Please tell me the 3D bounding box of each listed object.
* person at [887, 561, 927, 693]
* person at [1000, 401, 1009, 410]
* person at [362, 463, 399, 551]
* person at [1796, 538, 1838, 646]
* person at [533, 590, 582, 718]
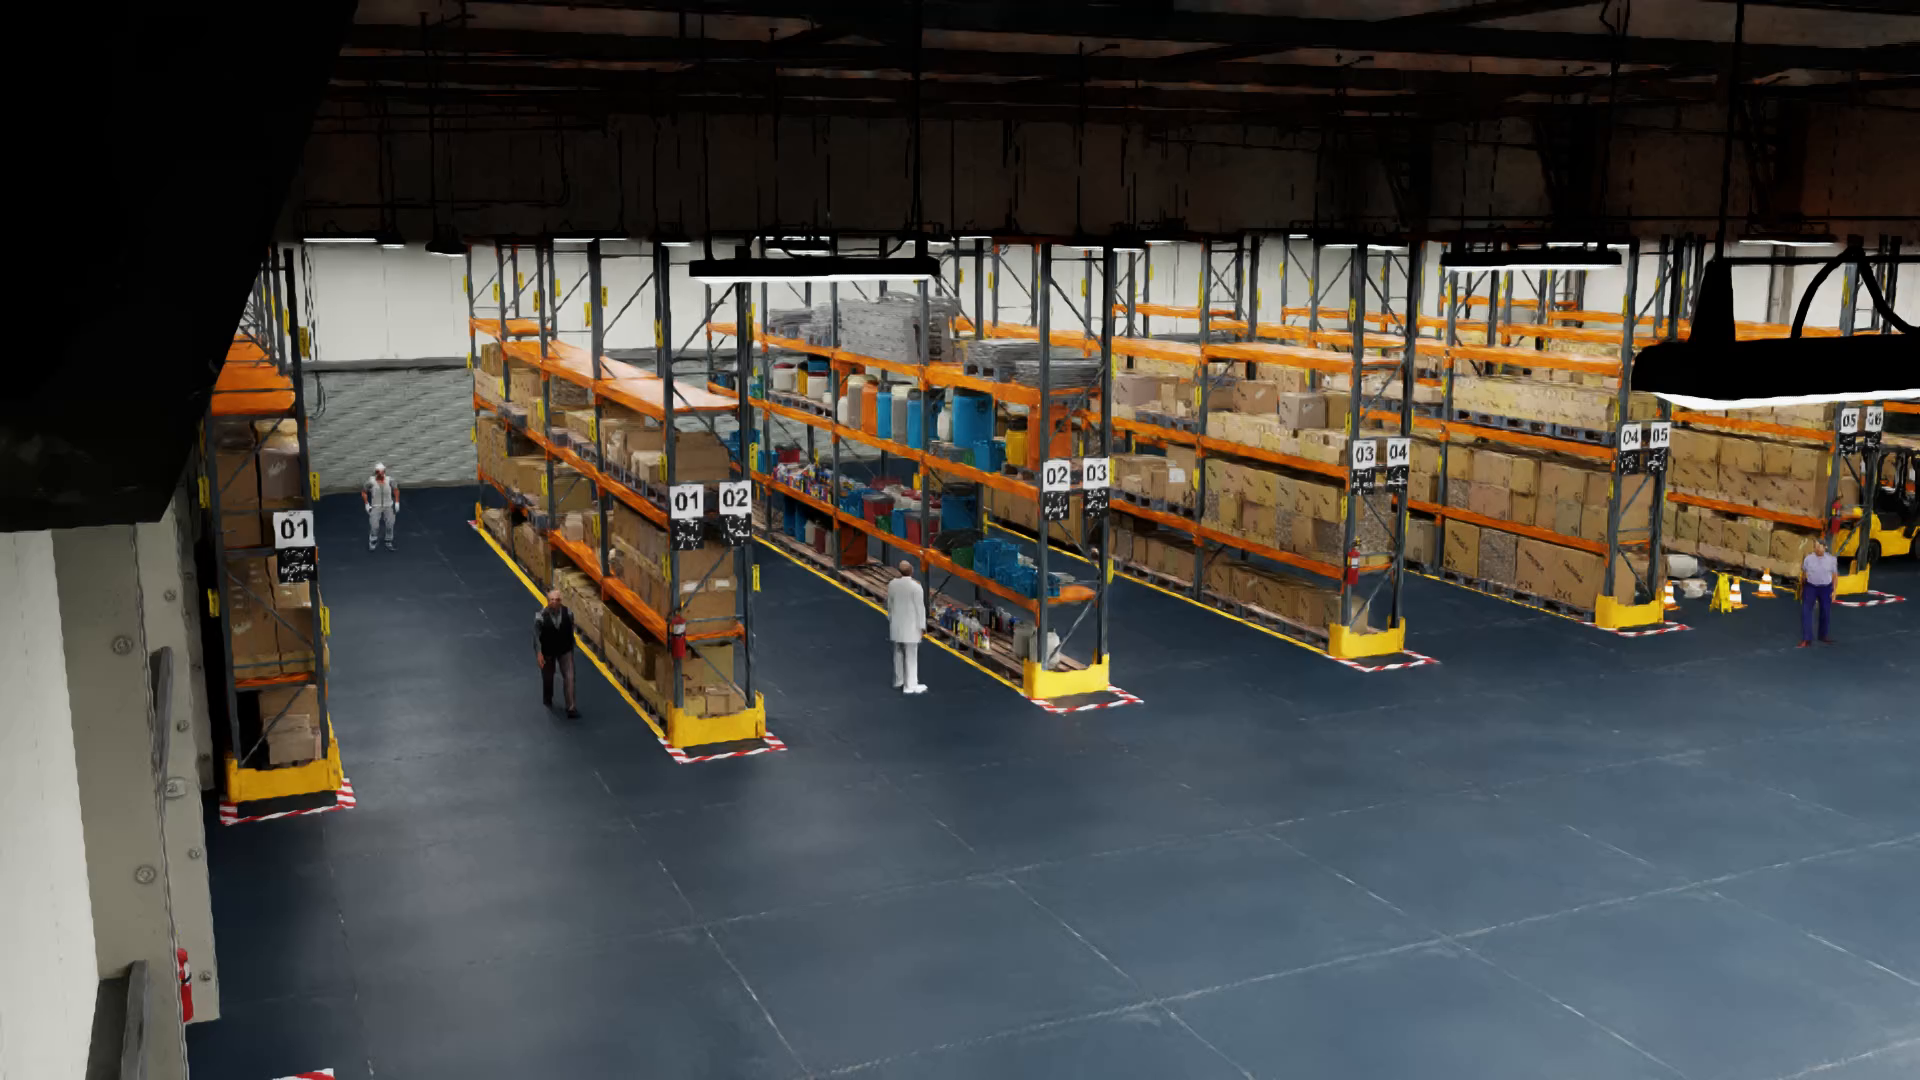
[{"bbox_3d":[-0.700,1.143,22.477,0.638,1.784,0.515,8,13,35],"label":"person"},{"bbox_3d":[1.168,-2.869,43.615,0.489,1.587,1.075,-5,12,-25],"label":"person"},{"bbox_3d":[-11.075,-0.628,31.838,0.677,1.742,0.552,-5,12,-25],"label":"person"},{"bbox_3d":[12.887,0.772,24.930,0.544,1.626,0.558,6,13,30],"label":"person"},{"bbox_3d":[-5.200,1.432,21.364,0.543,1.648,1.115,-4,12,-21],"label":"person"}]
